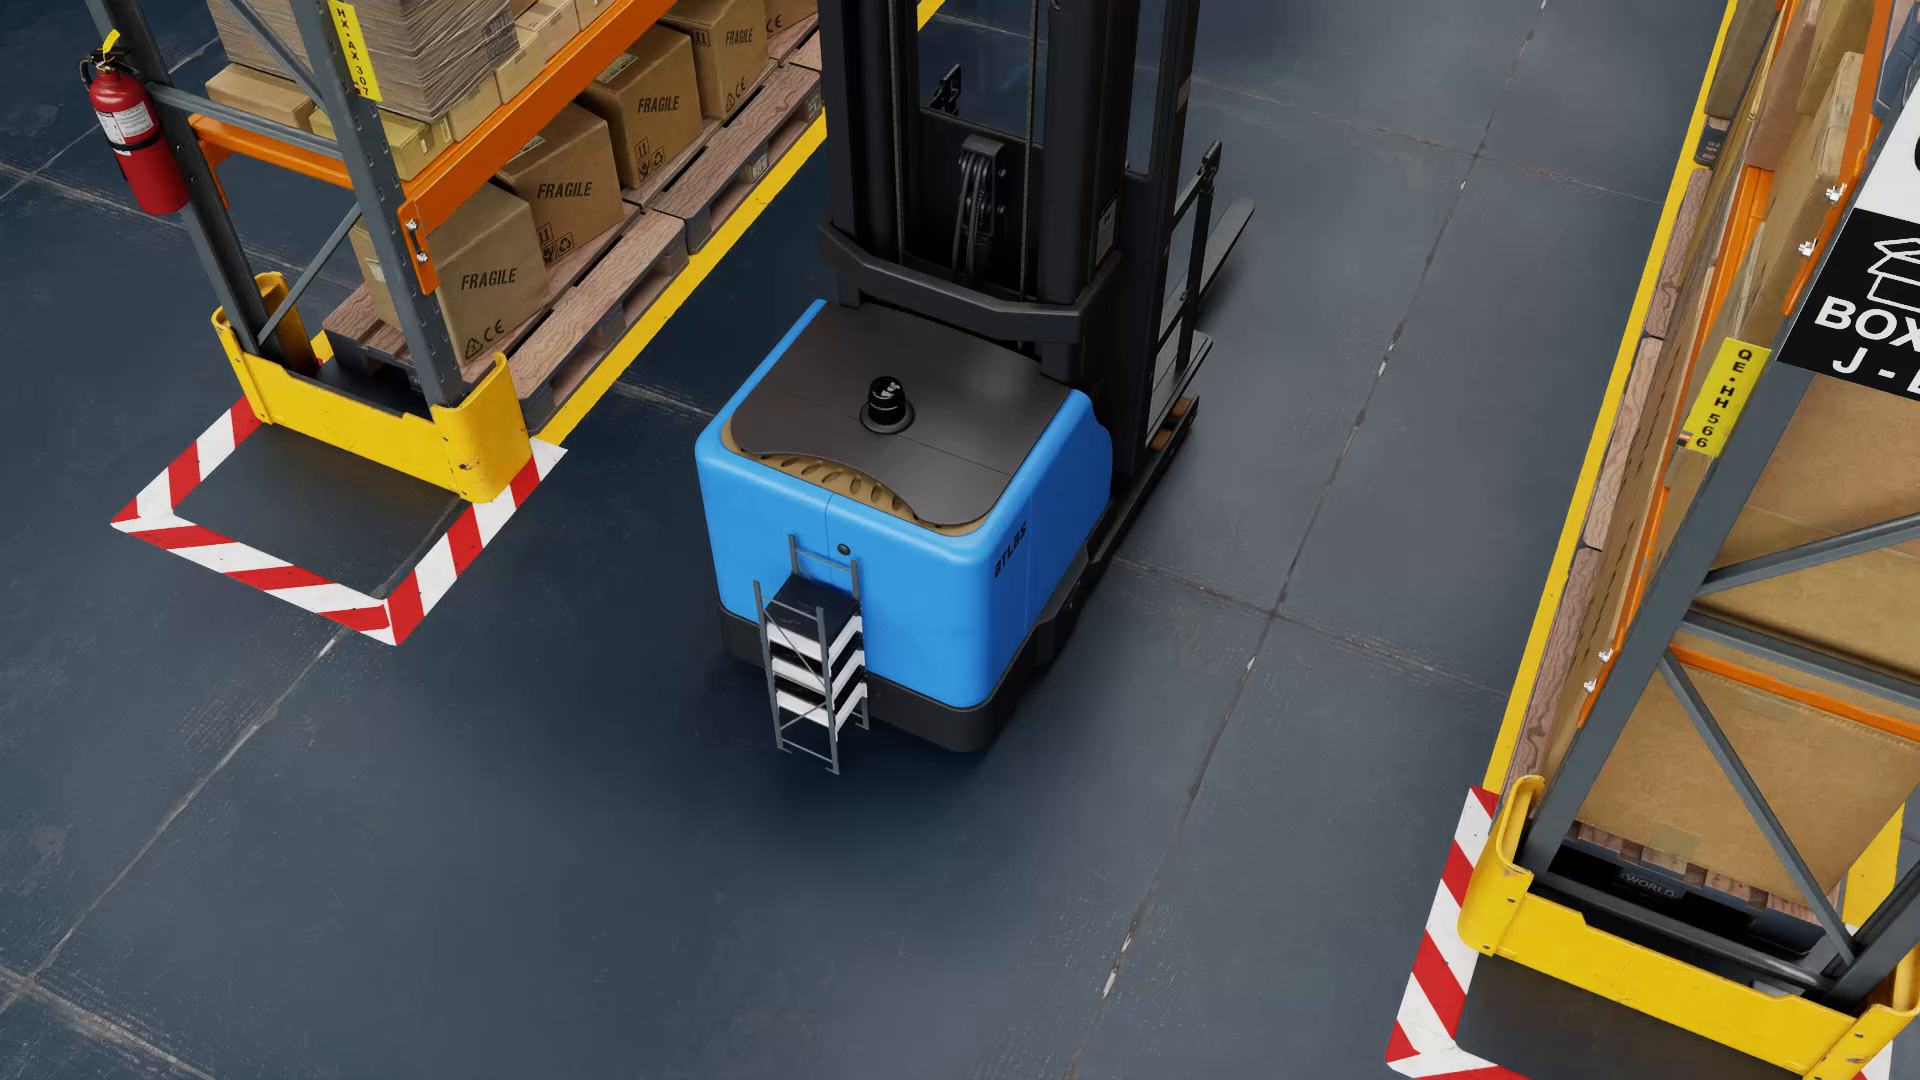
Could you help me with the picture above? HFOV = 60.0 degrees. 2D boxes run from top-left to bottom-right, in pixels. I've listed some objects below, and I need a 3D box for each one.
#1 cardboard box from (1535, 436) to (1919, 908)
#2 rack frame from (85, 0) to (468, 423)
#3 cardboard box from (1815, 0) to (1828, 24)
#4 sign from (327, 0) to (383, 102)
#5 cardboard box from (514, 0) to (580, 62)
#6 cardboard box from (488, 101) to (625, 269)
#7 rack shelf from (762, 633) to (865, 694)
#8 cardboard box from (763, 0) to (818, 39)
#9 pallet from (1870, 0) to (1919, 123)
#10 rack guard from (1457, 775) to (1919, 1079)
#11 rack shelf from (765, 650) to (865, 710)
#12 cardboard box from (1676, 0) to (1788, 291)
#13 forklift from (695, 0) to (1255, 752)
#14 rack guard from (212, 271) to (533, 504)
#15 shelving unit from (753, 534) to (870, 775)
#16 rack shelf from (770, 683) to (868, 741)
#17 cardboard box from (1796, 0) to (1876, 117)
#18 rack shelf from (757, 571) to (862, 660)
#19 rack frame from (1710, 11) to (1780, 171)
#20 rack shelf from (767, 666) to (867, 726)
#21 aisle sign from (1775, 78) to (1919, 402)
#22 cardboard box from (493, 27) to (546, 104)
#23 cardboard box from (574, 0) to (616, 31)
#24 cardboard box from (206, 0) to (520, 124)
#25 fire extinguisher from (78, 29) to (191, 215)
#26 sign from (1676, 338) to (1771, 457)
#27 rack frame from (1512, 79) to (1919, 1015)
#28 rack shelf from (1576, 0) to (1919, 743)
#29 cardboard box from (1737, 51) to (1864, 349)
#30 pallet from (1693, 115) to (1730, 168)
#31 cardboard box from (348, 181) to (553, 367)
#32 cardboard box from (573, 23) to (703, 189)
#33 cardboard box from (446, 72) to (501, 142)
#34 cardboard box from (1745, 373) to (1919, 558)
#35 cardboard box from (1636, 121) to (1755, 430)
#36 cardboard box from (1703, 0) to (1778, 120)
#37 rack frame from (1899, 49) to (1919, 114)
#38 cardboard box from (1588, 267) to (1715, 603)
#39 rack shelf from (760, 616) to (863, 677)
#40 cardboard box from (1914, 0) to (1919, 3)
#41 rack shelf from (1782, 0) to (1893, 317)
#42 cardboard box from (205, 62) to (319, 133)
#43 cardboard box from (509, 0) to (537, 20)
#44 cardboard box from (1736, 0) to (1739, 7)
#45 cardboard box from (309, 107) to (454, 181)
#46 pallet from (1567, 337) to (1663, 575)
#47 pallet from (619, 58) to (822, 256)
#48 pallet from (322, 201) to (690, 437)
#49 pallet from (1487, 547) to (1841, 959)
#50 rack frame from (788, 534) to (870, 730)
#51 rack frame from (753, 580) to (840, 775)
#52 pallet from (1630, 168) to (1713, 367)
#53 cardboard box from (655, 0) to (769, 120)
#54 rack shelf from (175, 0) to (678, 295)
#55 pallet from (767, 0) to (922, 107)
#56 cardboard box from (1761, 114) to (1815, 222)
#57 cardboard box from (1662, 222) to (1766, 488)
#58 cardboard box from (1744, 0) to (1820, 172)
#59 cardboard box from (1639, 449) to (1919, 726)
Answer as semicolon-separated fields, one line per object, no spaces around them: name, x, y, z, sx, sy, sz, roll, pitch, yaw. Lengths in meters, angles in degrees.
cardboard box;2.378;0.396;5.063;0.875;0.875;0.875;20;53;16
rack frame;-2.293;-1.351;5.430;1.000;3.000;0.127;20;52;16
cardboard box;3.184;-1.834;5.034;0.875;0.550;0.550;20;52;16
sign;-1.802;-1.455;4.950;0.100;0.325;0.005;20;52;16
cardboard box;-1.623;-1.901;6.063;0.380;0.149;0.250;20;52;16
cardboard box;-1.787;-1.525;6.943;0.500;0.500;0.500;33;57;25
rack shelf;-0.465;0.348;5.289;0.258;0.077;0.200;21;53;17
cardboard box;-1.029;-2.772;8.005;0.500;0.500;0.500;36;58;27
pallet;2.456;-1.125;3.327;1.003;0.211;1.213;20;52;16
rack guard;2.138;1.159;4.936;1.175;0.500;0.348;20;52;16
rack shelf;-0.465;0.406;5.357;0.258;0.077;0.200;21;53;17
cardboard box;3.525;-1.459;6.642;0.875;0.875;0.875;21;53;17
forklift;0.288;-1.374;5.495;1.130;2.935;3.031;21;53;17
rack guard;-2.261;-0.593;6.427;1.175;0.500;0.348;20;52;16
shelving unit;-0.465;0.385;5.332;0.258;0.900;0.210;21;53;17
rack shelf;-0.465;0.523;5.494;0.258;0.077;0.200;21;53;17
cardboard box;2.964;-1.467;4.721;0.875;0.550;0.500;20;52;16
rack shelf;-0.465;0.231;5.152;0.258;0.077;0.200;21;53;17
rack frame;3.857;-2.422;6.341;1.000;3.000;0.127;20;52;16
rack shelf;-0.465;0.464;5.426;0.258;0.077;0.200;21;53;17
aisle sign;1.847;-0.559;3.049;0.394;0.787;0.004;20;52;16
cardboard box;-1.711;-1.722;5.910;0.380;0.149;0.250;20;52;16
cardboard box;-1.510;-2.070;6.207;0.380;0.149;0.250;20;52;16
cardboard box;-2.033;-1.850;5.593;0.875;0.500;0.500;20;52;16
fire extinguisher;-2.759;-1.397;5.520;0.296;0.674;0.183;20;52;16
sign;1.664;-0.306;3.625;0.100;0.325;0.005;20;52;16
rack frame;2.148;0.332;3.998;1.000;3.000;0.127;20;52;16
rack shelf;3.003;-0.812;5.444;1.077;0.370;4.000;20;52;16
cardboard box;2.493;-0.718;4.084;0.875;0.550;0.550;20;52;16
pallet;4.119;-2.074;7.876;1.003;0.211;1.213;20;52;16
cardboard box;-2.011;-1.102;6.583;0.500;0.500;0.500;29;55;22
cardboard box;-1.502;-1.949;7.305;0.500;0.500;0.500;24;54;19
cardboard box;-1.832;-1.554;5.768;0.380;0.149;0.250;20;52;16
cardboard box;2.342;-0.309;3.736;0.875;0.550;0.550;20;52;16
cardboard box;3.144;-0.837;6.112;0.875;0.875;0.875;20;53;16
cardboard box;4.041;-2.286;7.427;1.050;0.750;0.750;20;52;16
rack frame;2.148;-1.612;1.713;1.000;3.000;0.127;20;52;16
cardboard box;2.752;-0.210;5.579;0.875;0.875;0.875;19;52;16
rack shelf;-0.465;0.289;5.220;0.258;0.077;0.200;21;53;17
cardboard box;1.984;-1.066;3.042;0.380;0.149;0.250;20;52;16
rack shelf;3.003;-1.784;4.301;1.077;0.370;4.000;20;52;16
cardboard box;-2.358;-1.533;5.750;0.380;0.149;0.250;20;52;16
cardboard box;-1.928;-2.233;5.920;0.875;0.500;0.500;20;52;16
cardboard box;4.457;-2.949;7.991;1.050;0.750;0.750;20;52;16
cardboard box;-1.956;-1.388;5.627;0.380;0.149;0.250;20;52;16
pallet;2.942;-0.177;6.262;1.003;0.211;1.213;20;52;16
pallet;-1.359;-1.885;7.715;1.003;0.211;1.213;20;52;16
pallet;-1.882;-1.048;7.003;1.003;0.211;1.213;20;52;16
pallet;2.419;0.660;5.550;1.003;0.211;1.213;20;52;16
rack frame;-0.418;0.316;5.390;0.240;0.900;0.006;21;53;17
rack frame;-0.511;0.453;5.273;0.240;0.900;0.006;21;53;17
pallet;3.462;-1.020;6.980;1.003;0.211;1.213;20;52;16
cardboard box;-1.223;-2.319;7.619;0.500;0.500;0.500;16;51;13
rack shelf;-1.439;-2.495;6.876;1.077;0.370;4.000;20;52;16
pallet;-0.839;-2.728;8.433;1.003;0.211;1.213;20;52;16
cardboard box;3.023;-1.096;5.114;0.875;0.550;0.500;20;52;16
cardboard box;2.481;-0.372;4.499;0.875;0.550;0.550;20;52;16
cardboard box;3.159;-1.493;5.453;0.875;0.550;0.550;20;52;16
cardboard box;2.266;0.013;4.171;0.875;0.550;0.550;20;52;16
